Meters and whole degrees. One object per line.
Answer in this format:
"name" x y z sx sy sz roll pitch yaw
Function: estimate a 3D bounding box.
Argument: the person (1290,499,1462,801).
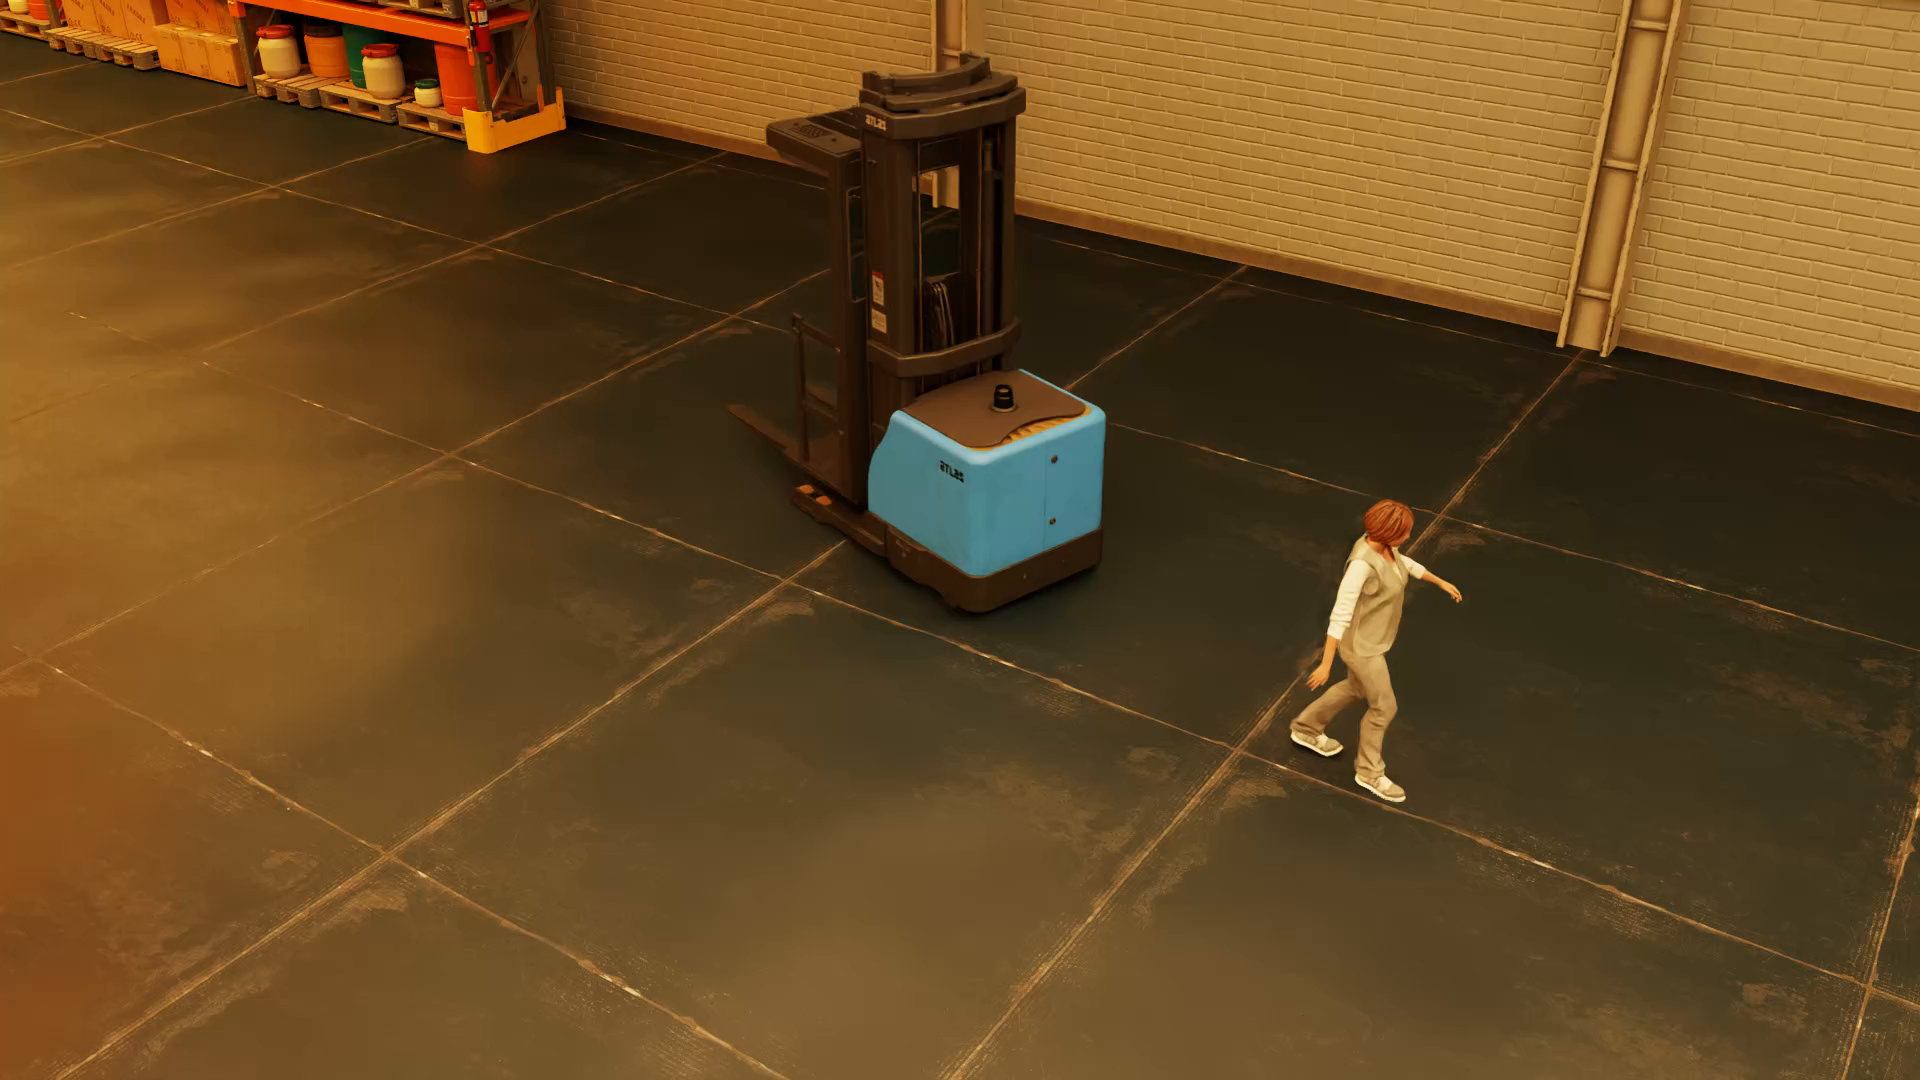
"person" 1.985 0.513 8.069 0.703 1.574 0.812 13 33 22

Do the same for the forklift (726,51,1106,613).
"forklift" -0.444 -1.521 10.200 1.130 2.935 3.031 -22 37 -33
